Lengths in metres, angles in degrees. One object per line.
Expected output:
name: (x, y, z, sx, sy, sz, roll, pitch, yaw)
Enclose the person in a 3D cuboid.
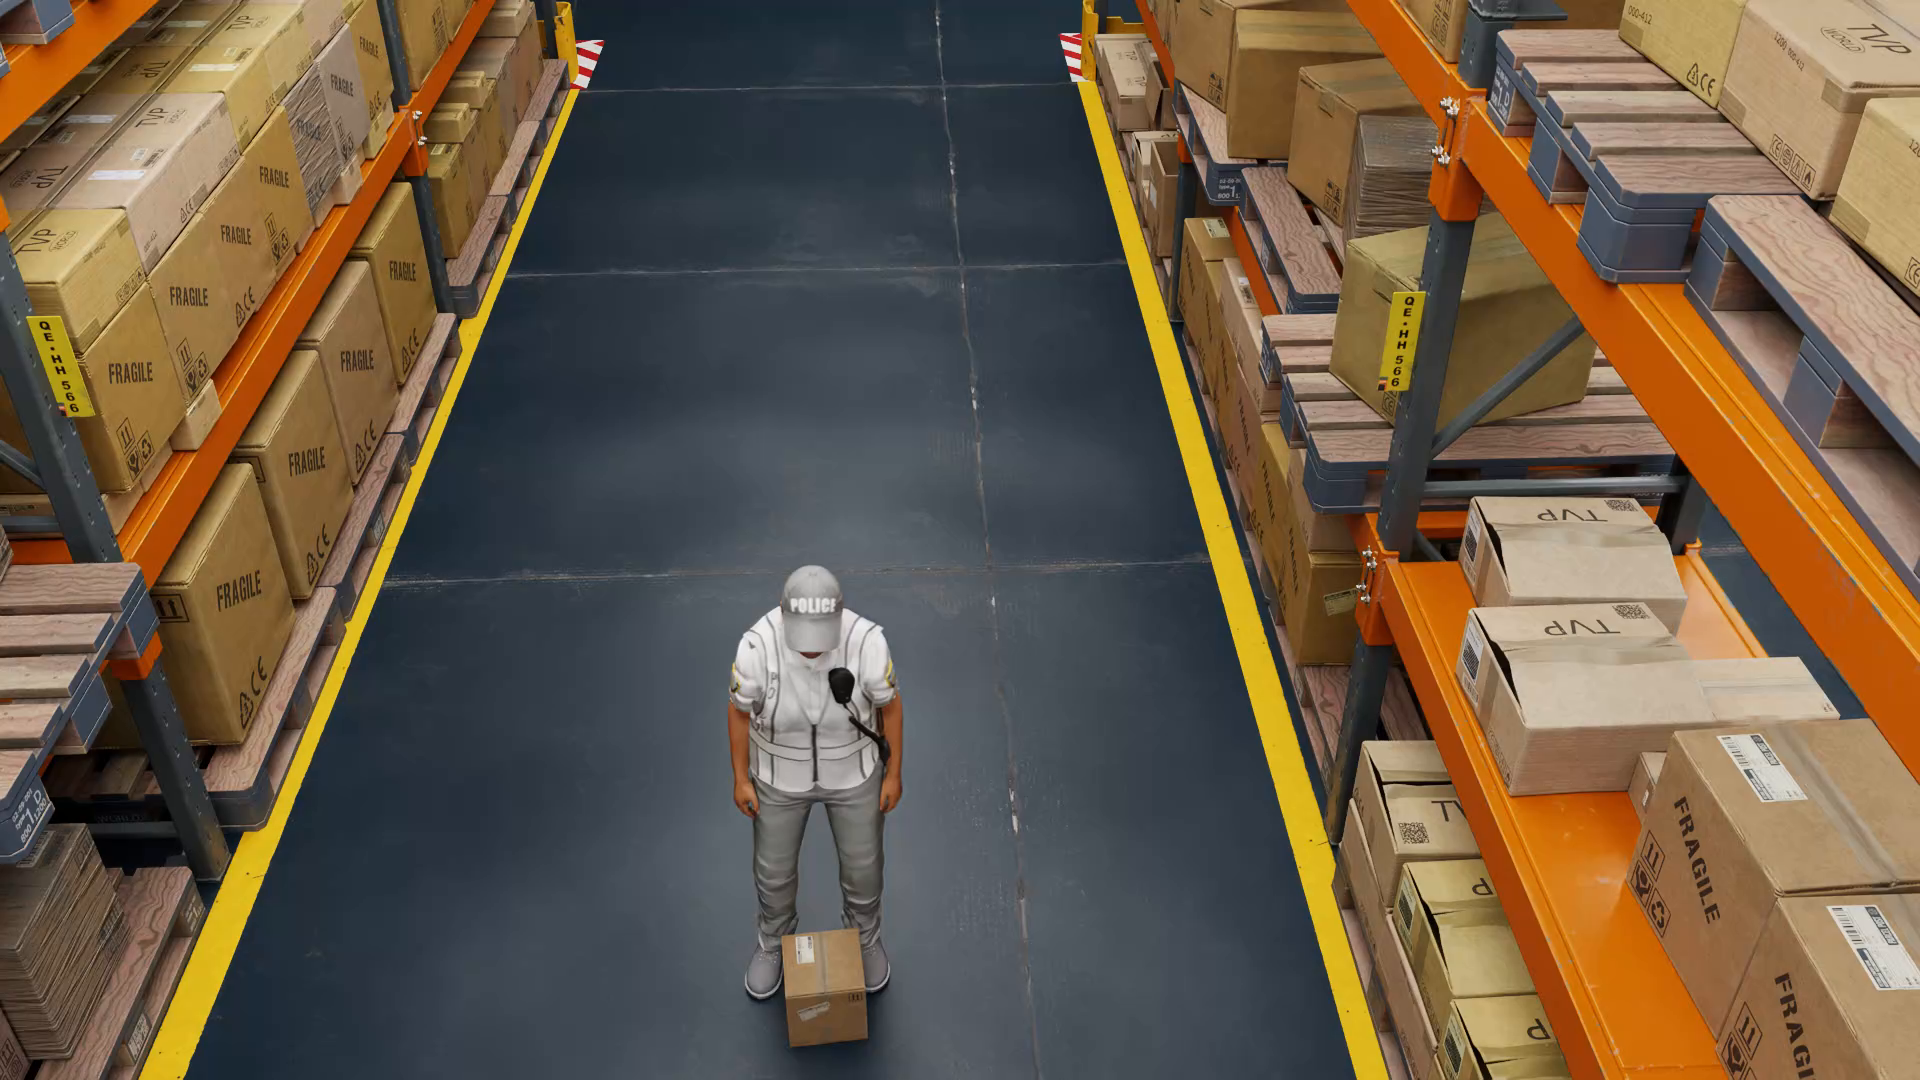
person: (-0.444, 0.735, 5.108, 0.547, 1.666, 0.473, -2, 35, -3)
